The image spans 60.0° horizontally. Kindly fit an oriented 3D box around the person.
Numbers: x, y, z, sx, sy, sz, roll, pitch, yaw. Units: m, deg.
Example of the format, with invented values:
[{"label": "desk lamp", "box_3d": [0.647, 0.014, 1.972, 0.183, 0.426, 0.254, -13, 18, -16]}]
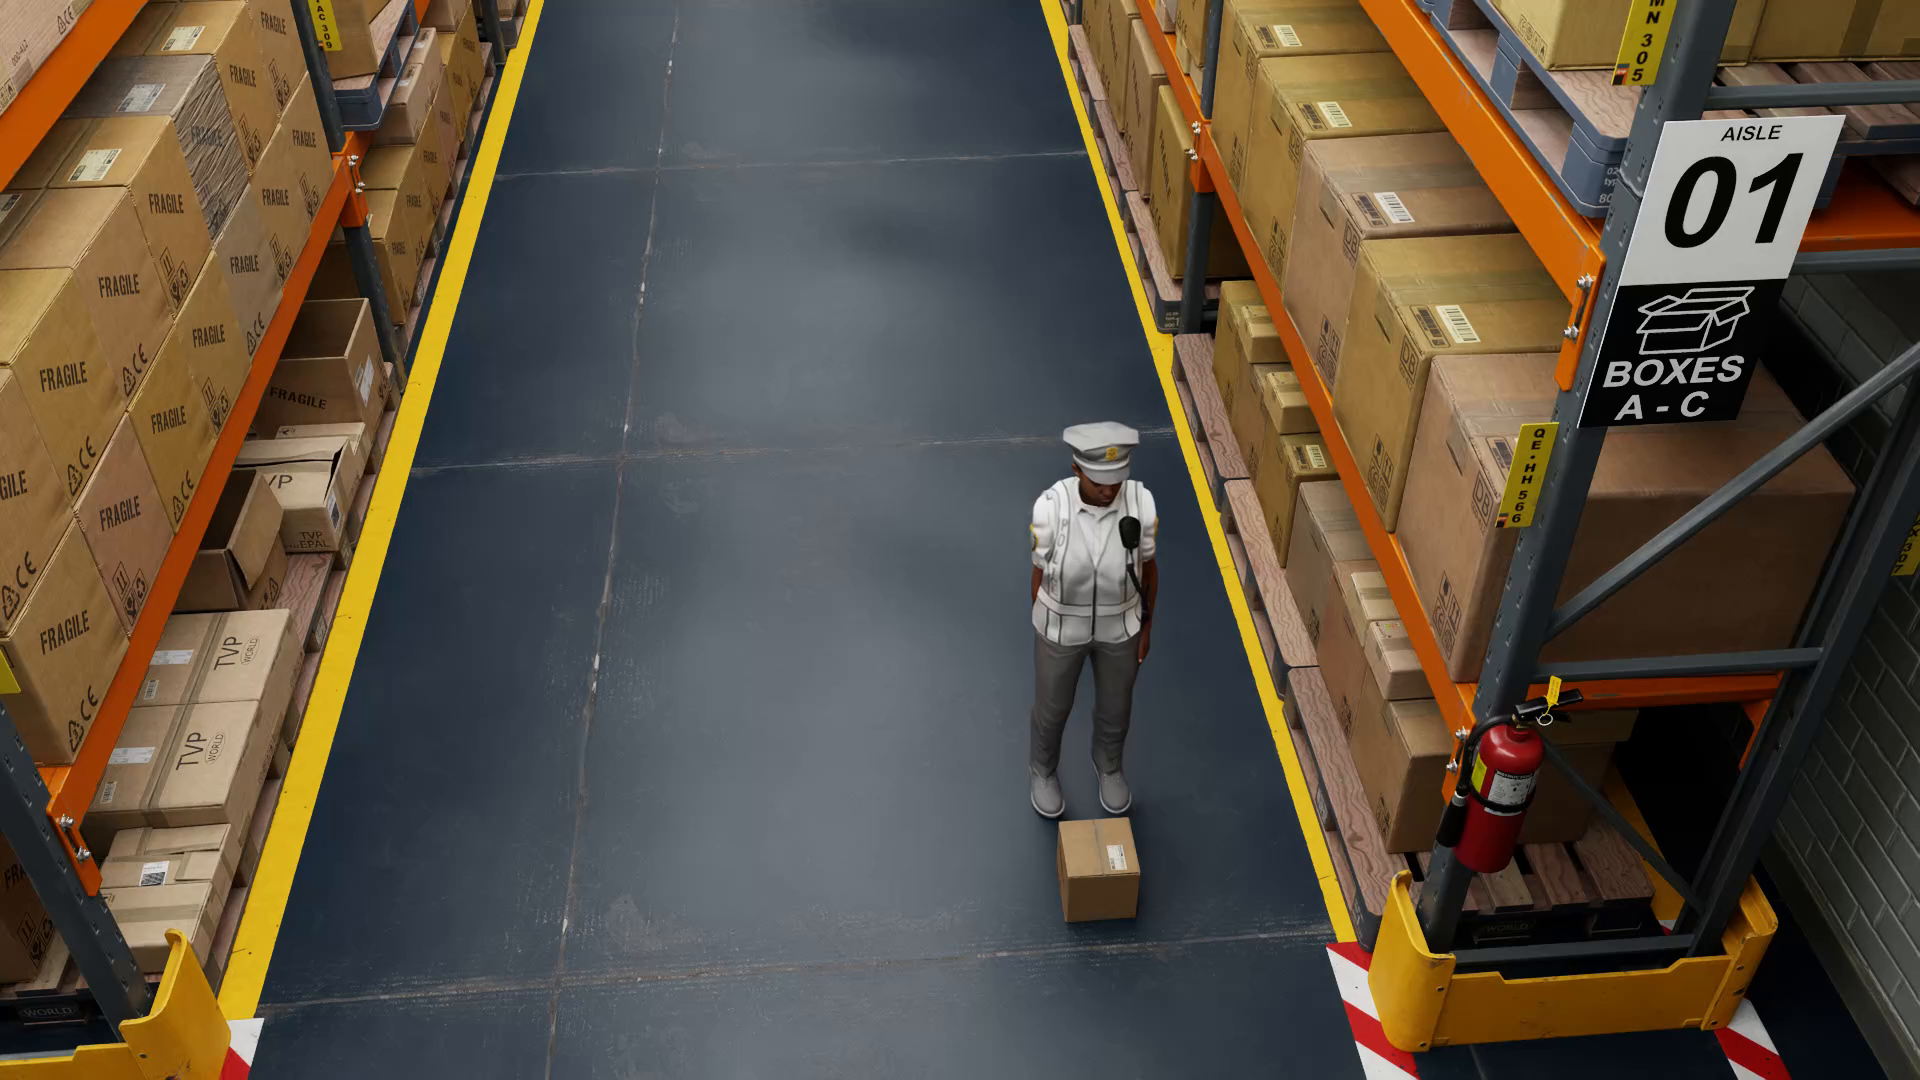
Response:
[{"label": "person", "box_3d": [0.457, 0.304, 5.779, 0.443, 1.681, 0.340, -2, 39, -3]}]
